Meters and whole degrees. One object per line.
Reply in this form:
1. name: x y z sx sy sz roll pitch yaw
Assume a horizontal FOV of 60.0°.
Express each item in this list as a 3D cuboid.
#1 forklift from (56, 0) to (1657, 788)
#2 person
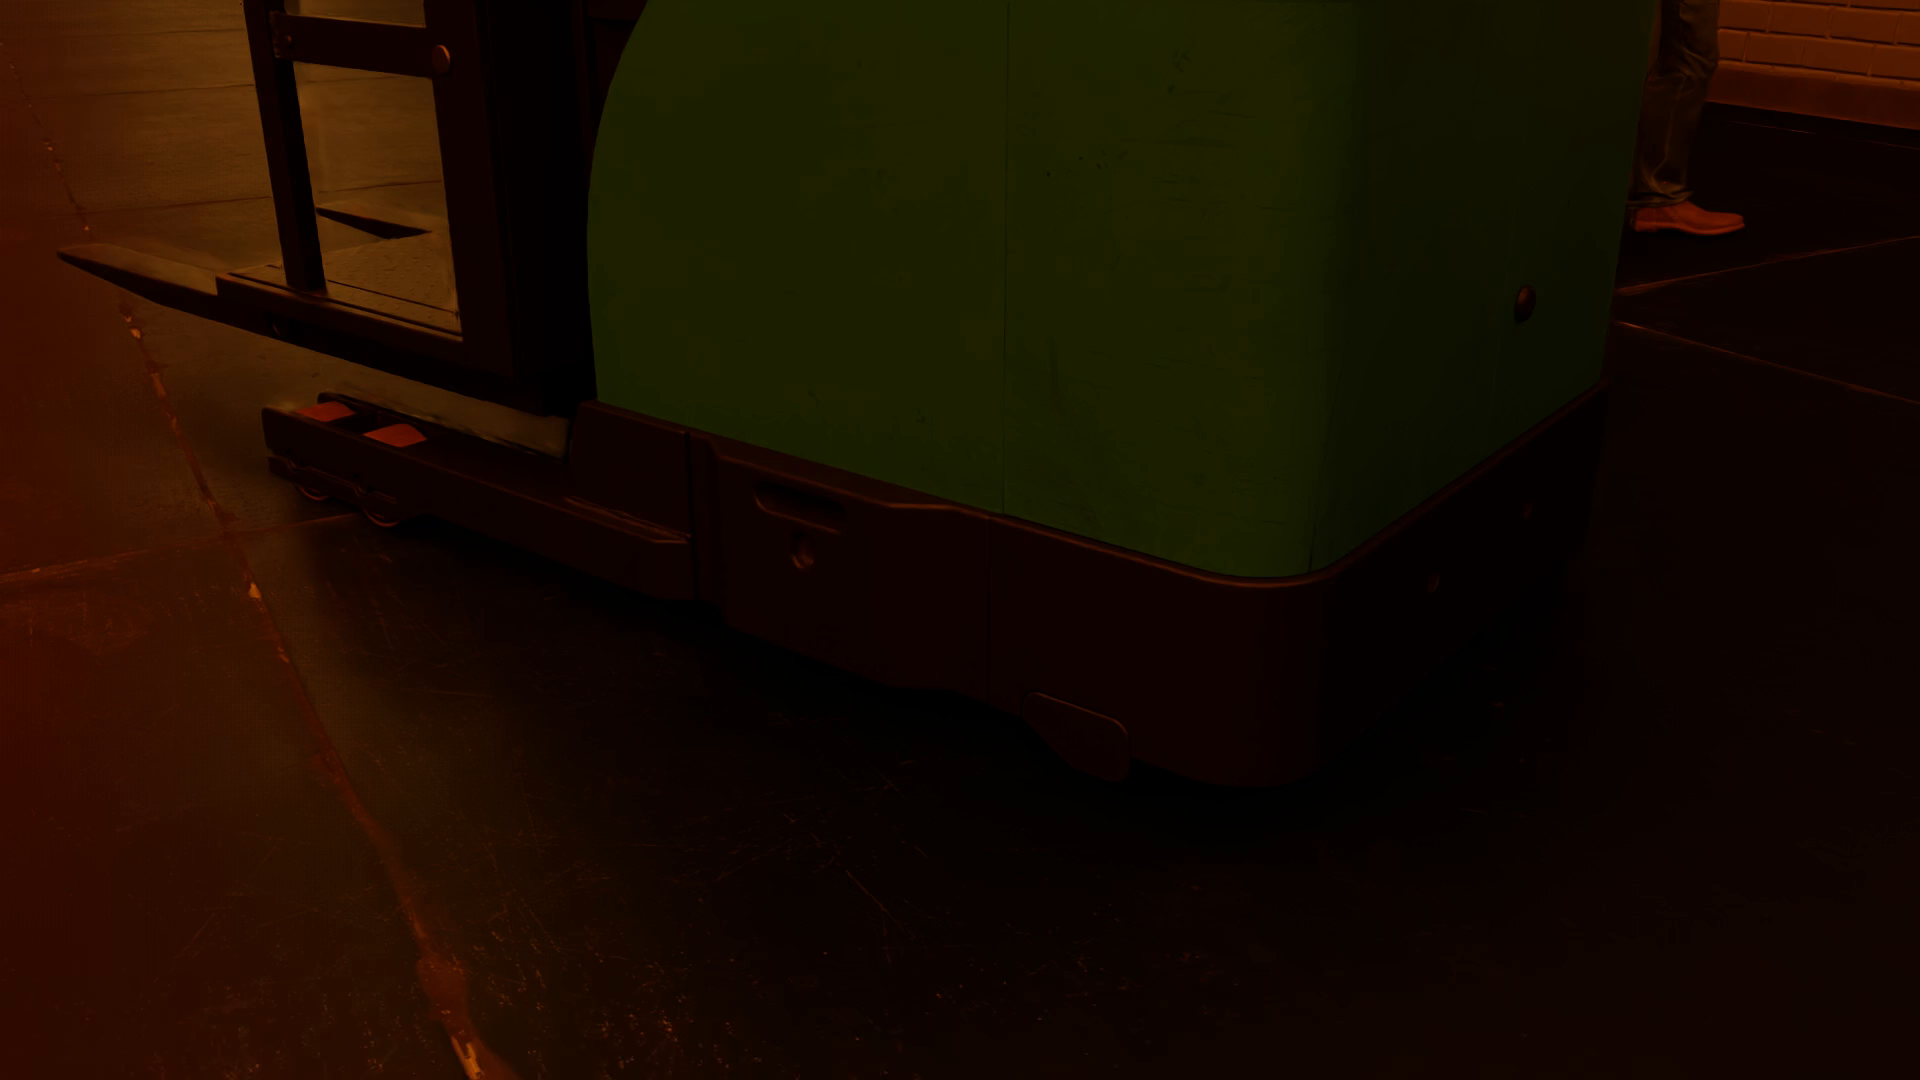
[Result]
1. forklift: -0.539 -1.516 2.468 3.031 2.935 1.130 17 28 35
2. person: 1.812 -1.626 4.312 0.852 1.737 0.428 -15 27 -33
